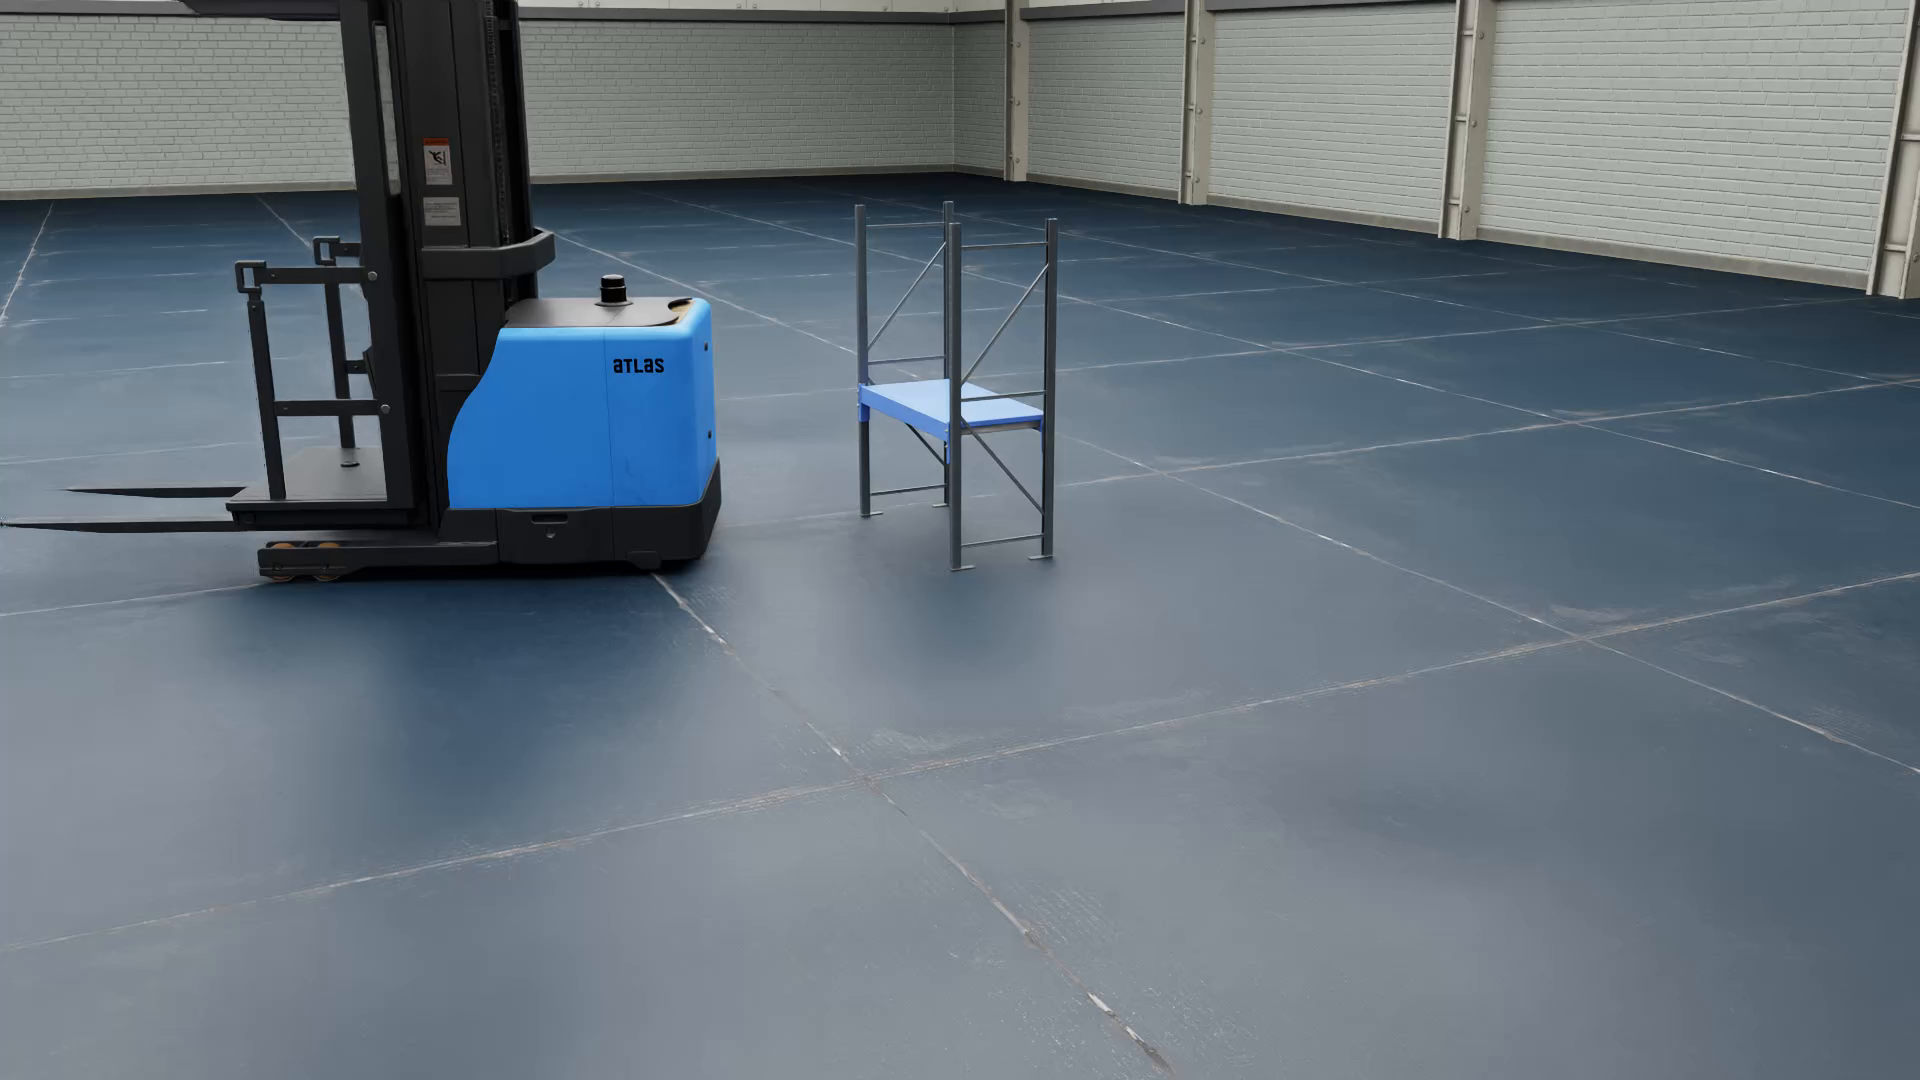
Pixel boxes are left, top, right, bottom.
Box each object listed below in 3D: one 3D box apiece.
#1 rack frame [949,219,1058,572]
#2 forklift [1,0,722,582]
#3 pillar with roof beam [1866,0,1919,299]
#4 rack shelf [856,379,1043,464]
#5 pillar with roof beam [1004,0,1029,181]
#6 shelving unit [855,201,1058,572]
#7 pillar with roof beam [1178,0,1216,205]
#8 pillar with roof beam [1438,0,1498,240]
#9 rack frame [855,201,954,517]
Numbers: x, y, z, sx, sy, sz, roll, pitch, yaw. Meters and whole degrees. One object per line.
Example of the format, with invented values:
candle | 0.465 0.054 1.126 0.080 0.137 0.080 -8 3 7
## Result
rack frame | 0.185 -0.616 7.178 0.500 1.500 0.032 -8 18 -25
forklift | -2.653 -1.378 7.238 3.031 2.935 1.130 -1 16 -3
pillar with roof beam | 5.067 -6.141 12.837 9.100 9.000 0.400 -8 18 -25
rack shelf | -0.037 -0.569 7.667 0.538 0.185 1.000 -8 18 -25
pillar with roof beam | -2.818 -10.605 28.390 9.100 9.000 0.400 -8 18 -25
shelving unit | -0.037 -0.742 7.617 0.538 1.500 1.048 -8 18 -25
pillar with roof beam | -0.190 -9.117 23.206 9.100 9.000 0.400 -8 18 -25
pillar with roof beam | 2.439 -7.629 18.022 9.100 9.000 0.400 -8 18 -25
rack frame | -0.260 -0.868 8.057 0.500 1.500 0.032 -8 18 -25
